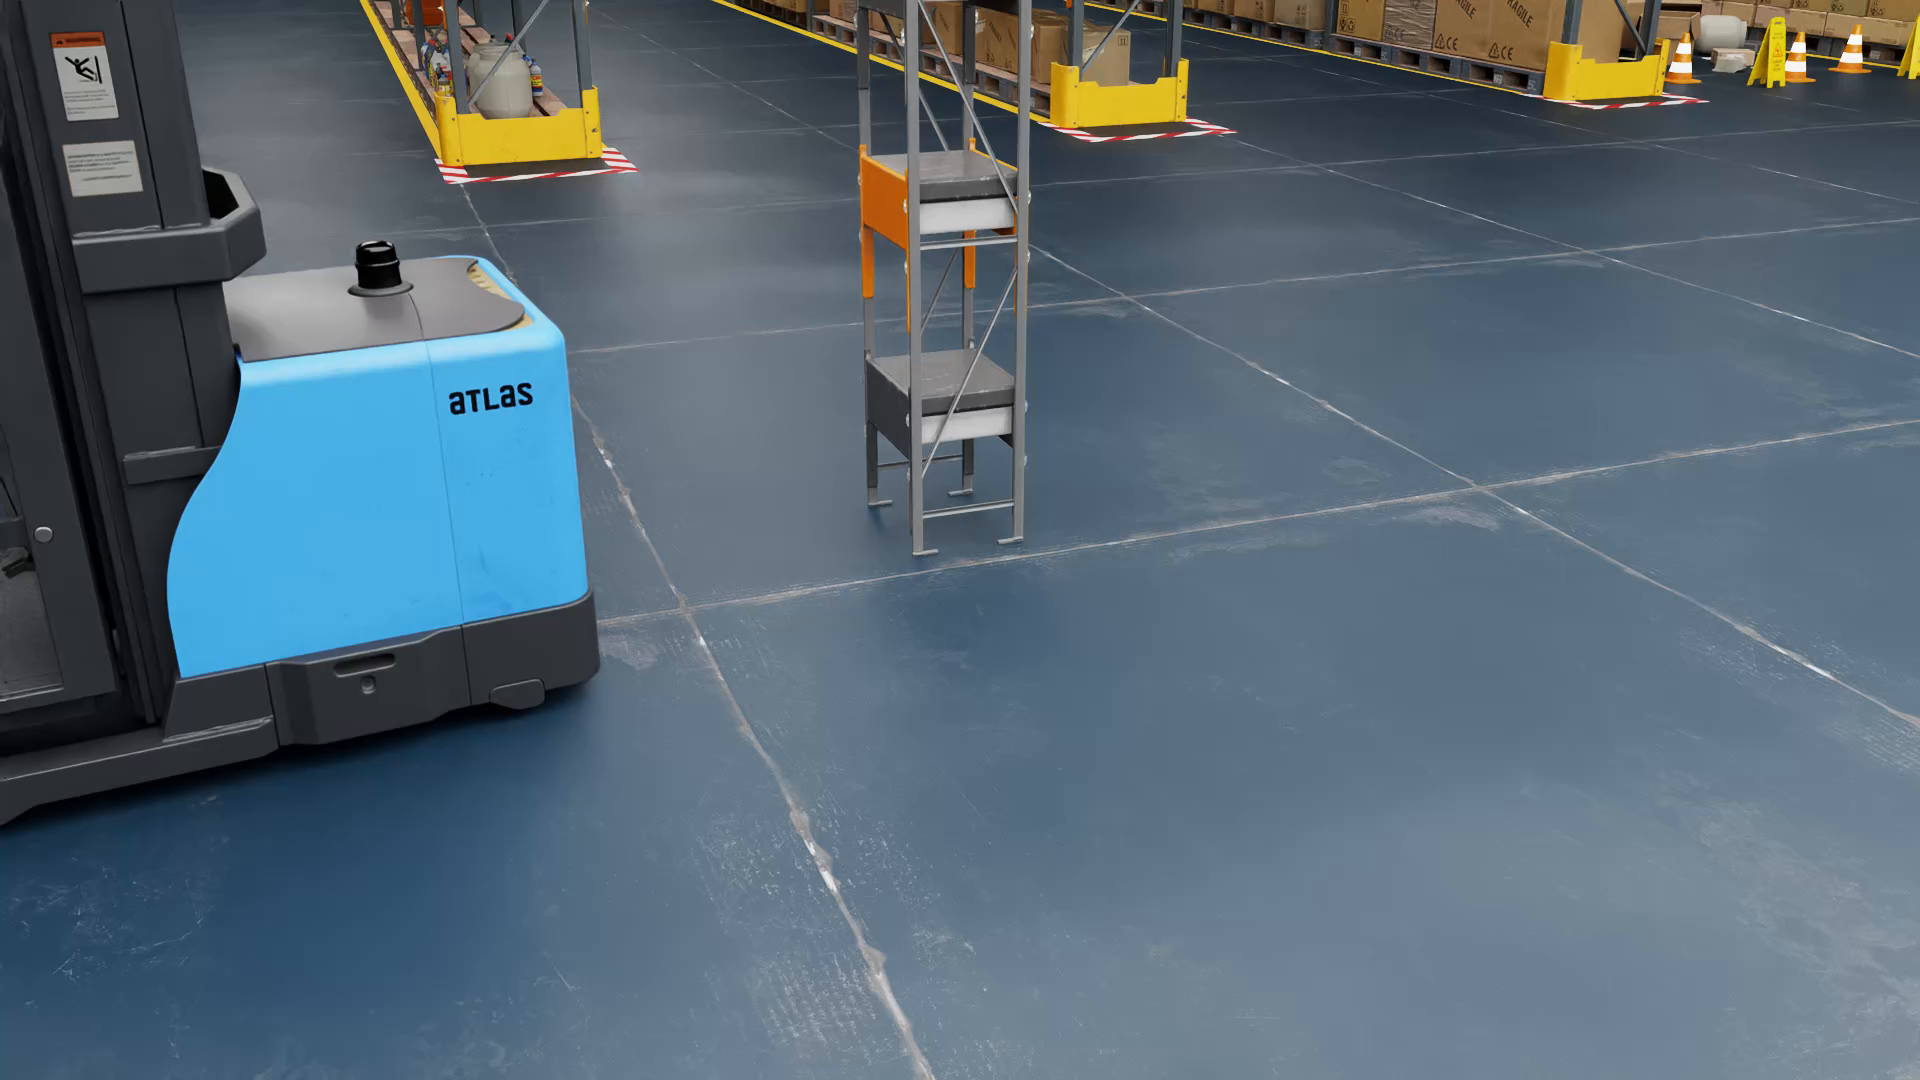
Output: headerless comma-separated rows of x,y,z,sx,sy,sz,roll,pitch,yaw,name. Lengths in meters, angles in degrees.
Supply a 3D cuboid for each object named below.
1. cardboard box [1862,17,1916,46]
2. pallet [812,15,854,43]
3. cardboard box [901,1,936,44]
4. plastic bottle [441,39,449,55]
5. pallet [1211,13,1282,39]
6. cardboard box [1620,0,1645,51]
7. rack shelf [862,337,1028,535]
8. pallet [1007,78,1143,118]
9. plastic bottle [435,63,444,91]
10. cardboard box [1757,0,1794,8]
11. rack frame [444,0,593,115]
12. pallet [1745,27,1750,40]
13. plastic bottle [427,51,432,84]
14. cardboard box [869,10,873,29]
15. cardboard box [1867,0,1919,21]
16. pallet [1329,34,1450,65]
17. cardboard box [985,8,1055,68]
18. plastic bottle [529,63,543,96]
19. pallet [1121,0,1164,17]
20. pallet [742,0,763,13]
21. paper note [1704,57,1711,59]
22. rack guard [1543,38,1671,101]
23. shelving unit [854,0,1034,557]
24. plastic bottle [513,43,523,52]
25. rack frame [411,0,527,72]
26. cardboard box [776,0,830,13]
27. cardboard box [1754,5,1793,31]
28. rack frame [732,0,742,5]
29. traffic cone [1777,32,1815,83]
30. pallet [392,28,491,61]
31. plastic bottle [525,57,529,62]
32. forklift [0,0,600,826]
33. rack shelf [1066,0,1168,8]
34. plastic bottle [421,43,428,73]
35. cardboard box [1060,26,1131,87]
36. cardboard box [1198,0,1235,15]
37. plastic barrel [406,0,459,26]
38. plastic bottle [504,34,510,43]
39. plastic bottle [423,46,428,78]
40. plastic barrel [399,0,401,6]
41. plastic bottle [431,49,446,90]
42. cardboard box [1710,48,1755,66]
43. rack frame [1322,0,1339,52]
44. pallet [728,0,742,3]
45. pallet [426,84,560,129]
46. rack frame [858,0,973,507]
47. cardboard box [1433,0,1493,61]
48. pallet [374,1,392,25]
10.108,-5.494,17.924,0.500,0.250,0.500,-8,24,-19,cardboard box
-1.168,-6.281,20.379,1.003,0.211,1.213,-8,24,-19,pallet
-0.227,-5.673,18.000,0.700,0.500,0.500,-10,25,-23,cardboard box
-4.632,-4.368,15.096,0.144,0.351,0.185,-8,24,-19,plastic bottle
3.868,-6.469,20.827,1.003,0.211,1.213,-8,24,-19,pallet
7.327,-5.844,18.793,0.797,0.637,0.503,-8,24,-19,cardboard box
-0.058,-0.370,5.762,0.431,0.518,0.480,-8,24,-19,rack shelf
1.102,-3.985,14.934,1.003,0.211,1.213,-8,24,-19,pallet
-4.368,-3.861,13.980,0.061,0.283,0.133,-8,24,-18,plastic bottle
9.579,-6.395,19.095,0.500,0.500,0.500,-7,24,-16,cardboard box
-3.250,-4.263,12.003,1.000,3.000,0.127,-8,24,-19,rack frame
9.511,-6.232,20.264,1.003,0.211,1.213,-8,24,-19,pallet
-4.681,-4.183,14.744,0.061,0.283,0.133,-7,24,-17,plastic bottle
-0.773,-6.255,19.380,0.700,0.500,0.500,-6,24,-15,cardboard box
10.127,-5.830,17.754,0.500,0.500,0.500,-8,24,-19,cardboard box
4.841,-5.468,18.452,1.003,0.211,1.213,-8,24,-19,pallet
0.576,-4.865,16.109,0.500,0.500,0.500,-11,25,-24,cardboard box
-3.599,-3.910,14.112,0.097,0.271,0.097,0,23,0,plastic bottle
2.958,-7.493,23.255,1.003,0.211,1.213,-8,24,-19,pallet
-2.513,-7.748,23.861,1.003,0.211,1.213,-8,24,-19,pallet
8.298,-5.329,18.368,0.148,0.019,0.142,0,23,-1,paper note
6.068,-4.426,15.607,1.175,0.500,0.348,-8,24,-19,rack guard
-0.058,-1.028,5.485,0.431,2.100,0.503,-8,24,-19,shelving unit
-3.984,-4.317,14.975,0.144,0.351,0.185,-8,24,-19,plastic bottle
-4.664,-5.717,15.451,1.000,3.000,0.127,-8,24,-19,rack frame
-1.667,-7.318,21.445,1.225,0.875,0.875,-10,25,-21,cardboard box
9.586,-6.046,19.232,0.500,0.250,0.500,-9,24,-20,cardboard box
-2.856,-9.303,23.960,1.000,3.000,0.127,-8,24,-19,rack frame
8.377,-4.837,16.630,0.336,0.463,0.334,-8,24,-19,traffic cone
-5.839,-5.598,18.761,1.003,0.211,1.213,-8,24,-19,pallet
-3.756,-4.071,14.493,0.097,0.271,0.097,0,23,0,plastic bottle
-2.570,-0.817,3.916,3.031,2.935,1.130,-11,25,-25,forklift
0.677,-5.338,15.479,1.077,0.370,4.000,-8,24,-19,rack shelf
-4.961,-4.486,15.478,0.097,0.271,0.097,0,23,0,plastic bottle
1.178,-4.214,14.563,0.500,0.500,0.500,-4,23,-9,cardboard box
3.676,-7.099,21.088,1.050,0.750,0.750,-8,24,-18,cardboard box
-6.265,-6.539,19.656,0.600,0.830,0.708,-8,24,-19,plastic barrel
-4.166,-4.504,15.419,0.144,0.351,0.185,-9,24,-20,plastic bottle
-4.821,-4.375,15.208,0.152,0.276,0.135,-7,24,-17,plastic bottle
-6.947,-6.996,21.149,0.421,0.512,0.421,0,23,0,plastic barrel
-4.484,-4.058,14.360,0.144,0.351,0.185,-7,24,-17,plastic bottle
8.302,-5.188,17.867,0.380,0.149,0.250,4,23,9,cardboard box
4.646,-7.040,18.591,1.000,3.000,0.127,-8,24,-19,rack frame
-3.051,-8.305,25.183,1.003,0.211,1.213,-8,24,-19,pallet
-4.030,-3.738,14.347,1.003,0.211,1.213,-8,24,-19,pallet
-0.145,-1.116,5.695,0.400,2.100,0.015,-8,24,-19,rack frame
5.445,-5.358,16.795,0.875,0.875,0.875,-9,24,-20,cardboard box
-7.256,-7.052,22.211,1.003,0.211,1.213,-8,24,-19,pallet
